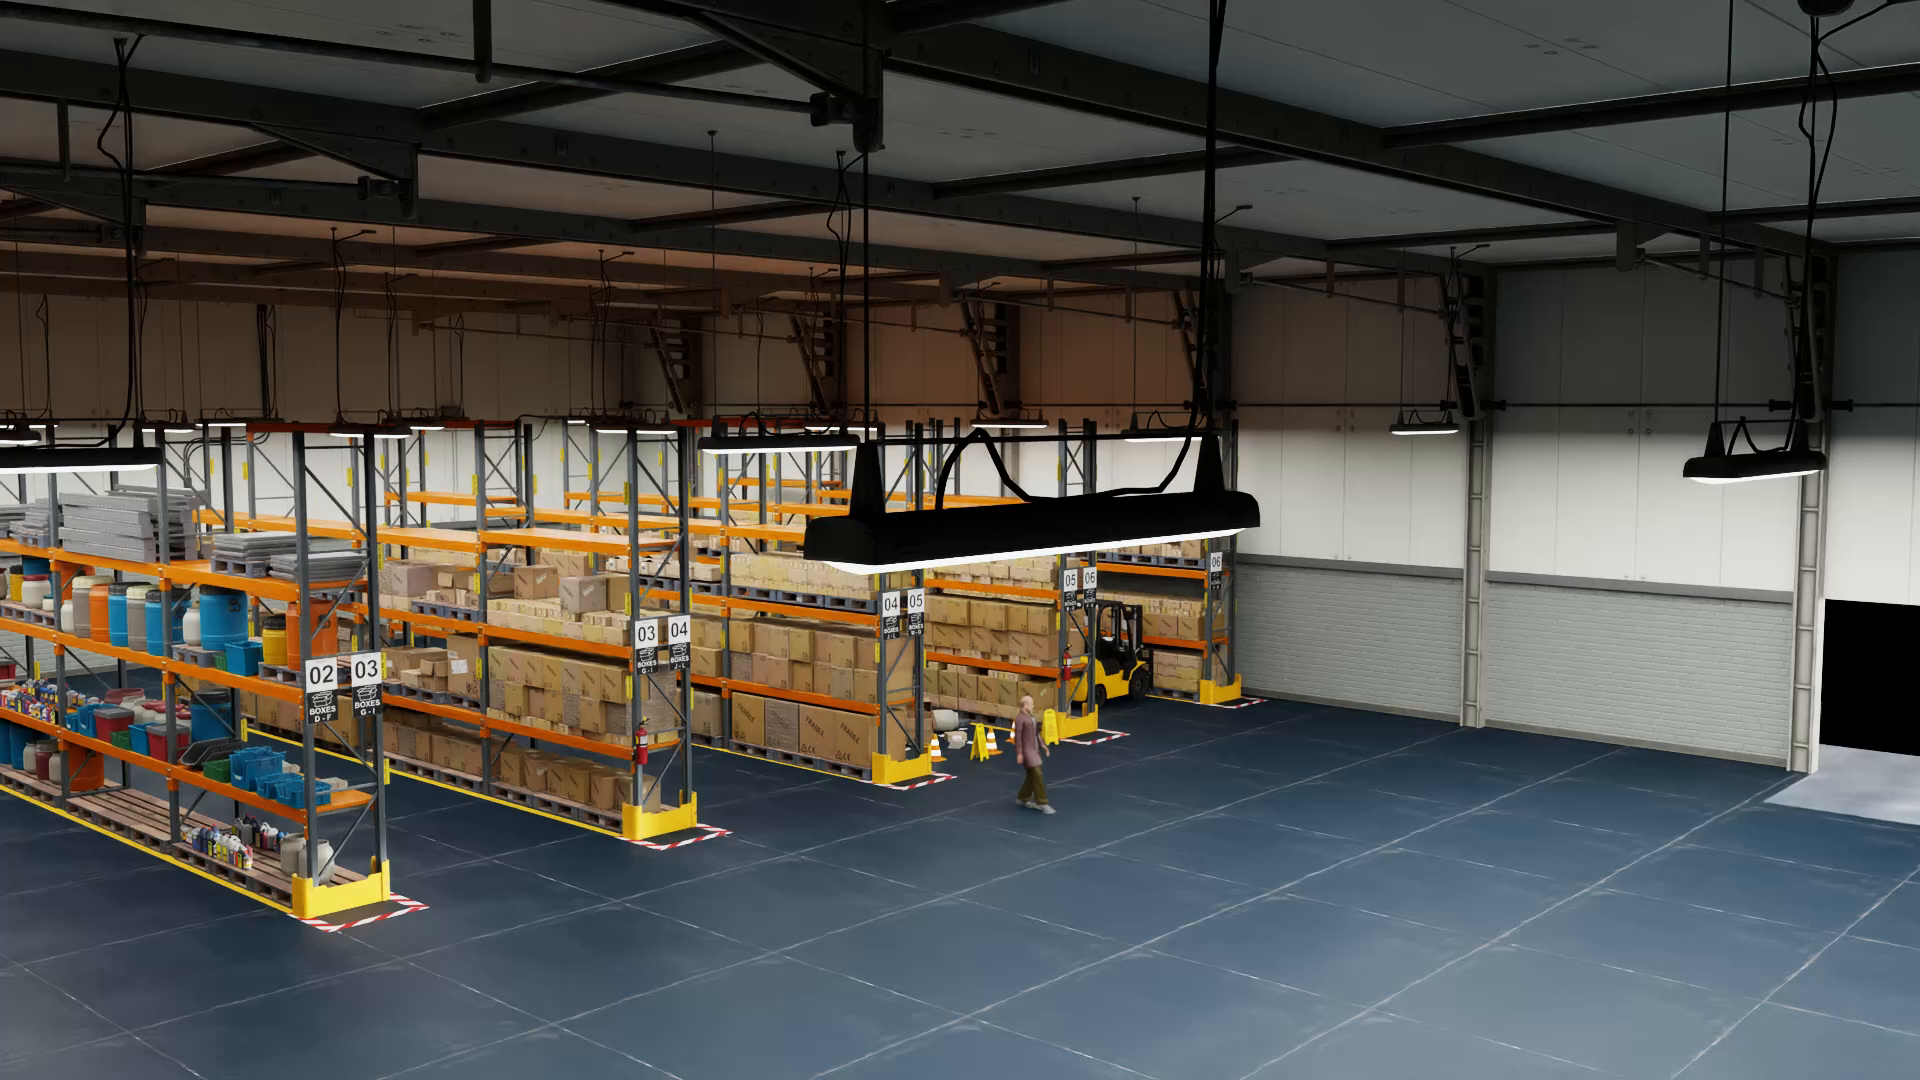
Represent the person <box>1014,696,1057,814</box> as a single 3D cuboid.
[{"bbox_3d":[1.201,3.345,25.995,0.775,1.793,0.595,2,5,21],"label":"person"}]
